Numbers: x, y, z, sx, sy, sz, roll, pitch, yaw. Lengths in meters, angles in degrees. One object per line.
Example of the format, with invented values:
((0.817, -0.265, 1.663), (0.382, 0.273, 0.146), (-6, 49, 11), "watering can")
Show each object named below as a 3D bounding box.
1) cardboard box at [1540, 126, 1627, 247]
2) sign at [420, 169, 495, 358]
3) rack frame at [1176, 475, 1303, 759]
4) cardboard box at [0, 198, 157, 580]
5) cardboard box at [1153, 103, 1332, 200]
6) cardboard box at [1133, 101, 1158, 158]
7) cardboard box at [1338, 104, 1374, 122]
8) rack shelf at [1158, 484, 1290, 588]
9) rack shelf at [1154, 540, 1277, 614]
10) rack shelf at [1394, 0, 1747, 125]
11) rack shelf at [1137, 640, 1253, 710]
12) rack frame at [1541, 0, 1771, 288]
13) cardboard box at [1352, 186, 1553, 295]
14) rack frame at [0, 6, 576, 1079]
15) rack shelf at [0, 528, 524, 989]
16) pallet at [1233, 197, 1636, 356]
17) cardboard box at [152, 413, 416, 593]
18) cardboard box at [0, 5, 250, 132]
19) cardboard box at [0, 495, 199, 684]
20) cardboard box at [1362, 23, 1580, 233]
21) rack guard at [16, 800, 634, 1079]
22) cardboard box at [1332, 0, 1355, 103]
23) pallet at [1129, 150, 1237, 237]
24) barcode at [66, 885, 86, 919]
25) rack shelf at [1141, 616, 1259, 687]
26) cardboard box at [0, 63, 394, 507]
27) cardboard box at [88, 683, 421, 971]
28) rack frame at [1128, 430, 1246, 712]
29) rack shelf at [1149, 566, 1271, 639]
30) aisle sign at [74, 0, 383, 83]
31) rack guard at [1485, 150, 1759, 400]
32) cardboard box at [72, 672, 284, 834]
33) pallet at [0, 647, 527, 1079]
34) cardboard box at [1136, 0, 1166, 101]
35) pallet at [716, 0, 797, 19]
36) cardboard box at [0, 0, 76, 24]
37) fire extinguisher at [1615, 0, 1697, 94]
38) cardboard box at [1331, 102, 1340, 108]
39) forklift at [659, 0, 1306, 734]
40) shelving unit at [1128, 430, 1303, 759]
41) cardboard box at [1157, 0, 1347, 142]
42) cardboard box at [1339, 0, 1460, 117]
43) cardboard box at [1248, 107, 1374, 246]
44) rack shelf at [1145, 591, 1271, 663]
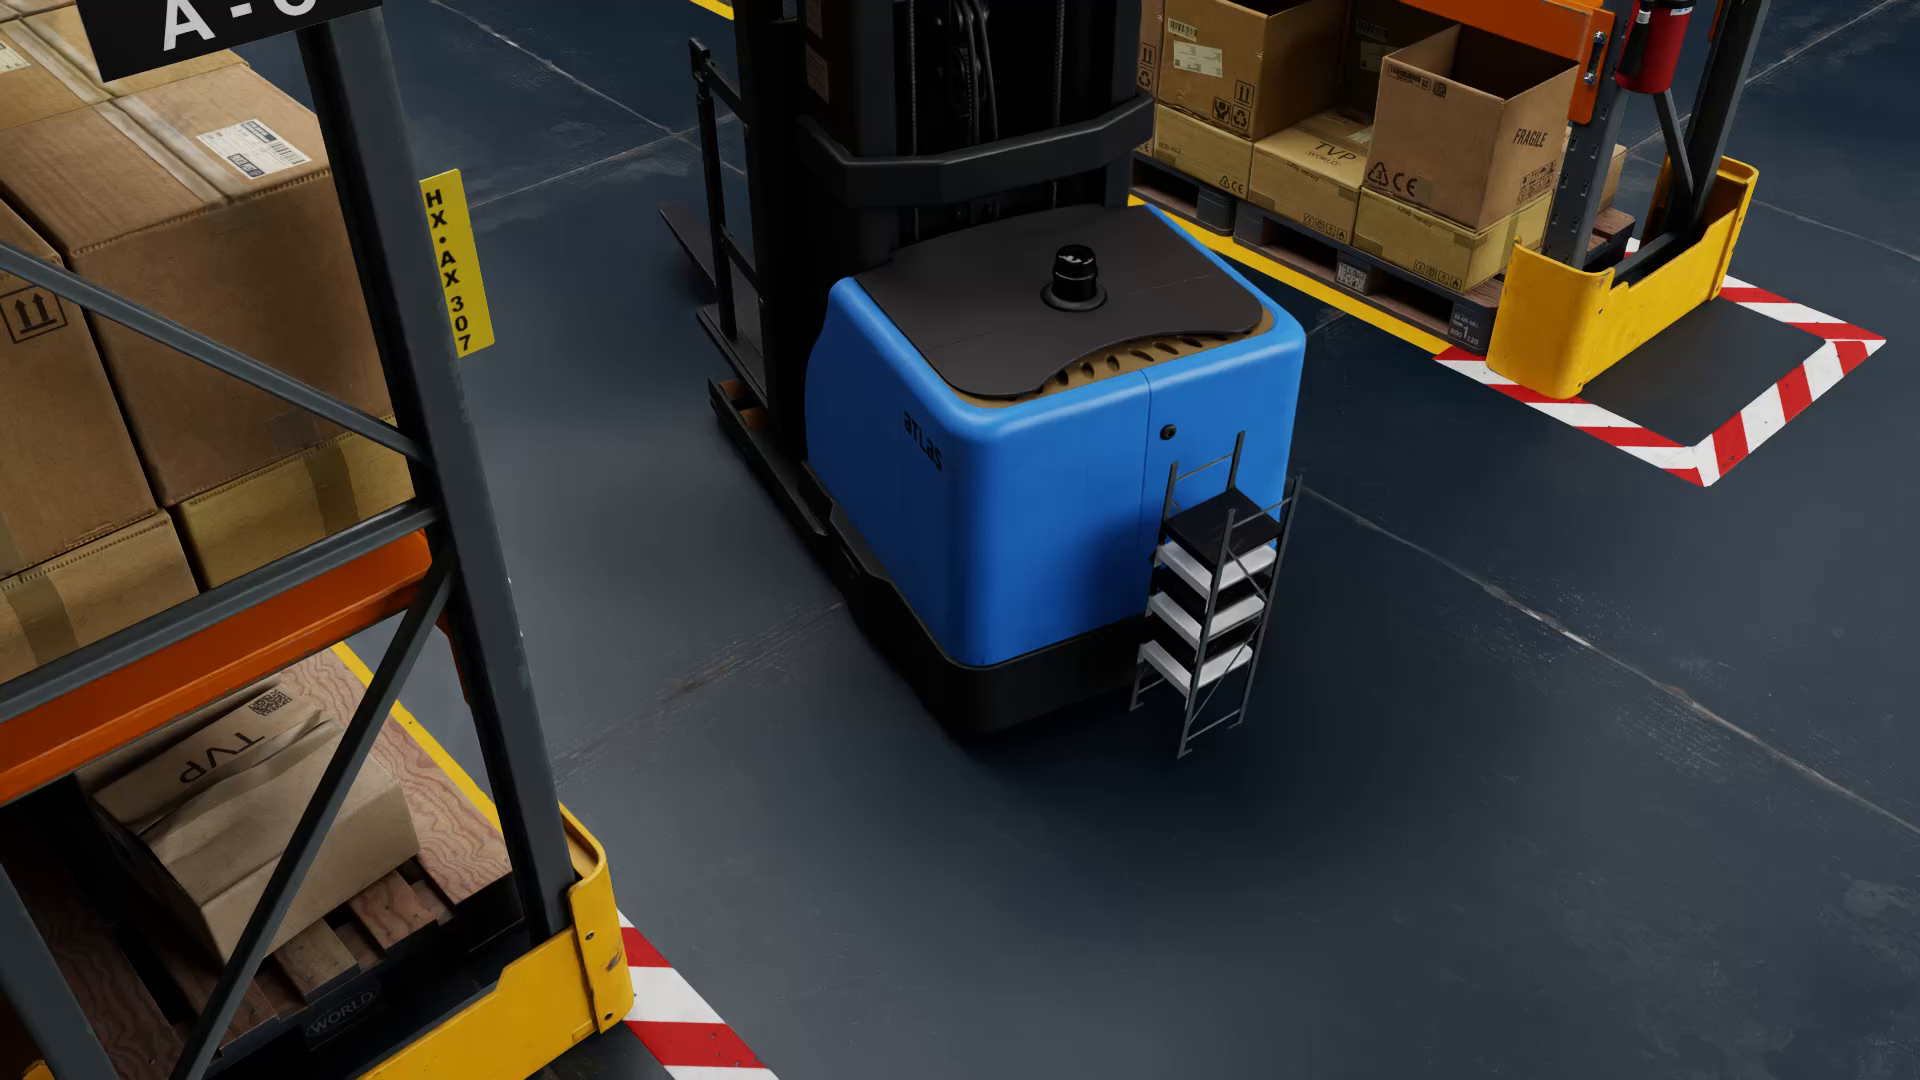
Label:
((2.213, -1.420, 6.475), (0.500, 0.250, 0.500), (-30, 48, -32), "cardboard box")
((-0.835, -0.444, 2.723), (0.100, 0.325, 0.005), (-30, 48, -32), "sign")
((0.707, 0.219, 4.264), (0.240, 0.900, 0.006), (-24, 49, -27), "rack frame")
((-1.710, -0.245, 2.673), (0.500, 0.500, 0.500), (-31, 48, -32), "cardboard box")
((1.145, -1.656, 6.768), (0.500, 0.250, 0.500), (-30, 48, -32), "cardboard box")
((0.808, -1.889, 7.055), (0.500, 0.250, 0.500), (-30, 48, -32), "cardboard box")
((1.872, -1.649, 6.759), (0.500, 0.250, 0.500), (-30, 48, -32), "cardboard box")
((0.659, -0.013, 4.163), (0.258, 0.077, 0.200), (-24, 49, -27), "rack shelf")
((0.655, 0.053, 4.224), (0.258, 0.077, 0.200), (-24, 49, -27), "rack shelf")
((1.059, -2.629, 6.690), (1.077, 0.370, 4.000), (-30, 48, -32), "rack shelf")
((0.638, 0.317, 4.468), (0.258, 0.077, 0.200), (-24, 49, -27), "rack shelf")
((2.412, -1.983, 5.318), (1.000, 3.000, 0.127), (-30, 48, -32), "rack frame")
((1.831, -1.200, 6.202), (0.500, 0.250, 0.500), (-30, 48, -32), "cardboard box")
((-1.235, 0.124, 2.710), (1.000, 3.000, 0.127), (-30, 48, -32), "rack frame")
((-2.587, -0.522, 4.082), (1.077, 0.370, 4.000), (-30, 48, -32), "rack shelf")
((1.864, -1.235, 6.610), (1.003, 0.211, 1.213), (-30, 48, -32), "pallet")
((-1.331, -0.187, 3.197), (0.500, 0.250, 0.500), (-31, 48, -33), "cardboard box")
((-1.663, -0.699, 3.235), (0.500, 0.500, 0.500), (-30, 48, -32), "cardboard box")
((-1.694, 0.040, 2.916), (0.500, 0.250, 0.500), (-29, 47, -31), "cardboard box")
((1.830, -1.490, 5.965), (0.500, 0.500, 0.500), (-30, 48, -32), "cardboard box")
((-1.286, 1.061, 3.539), (1.175, 0.500, 0.348), (-30, 48, -32), "rack guard")
((1.526, -2.168, 6.804), (0.500, 0.500, 0.500), (-30, 48, -32), "cardboard box")
((1.043, -1.799, 7.309), (1.003, 0.211, 1.213), (-30, 48, -32), "pallet")
((-1.943, 0.798, 3.657), (0.001, 0.075, 0.075), (-30, 48, -32), "barcode")
((0.642, 0.251, 4.407), (0.258, 0.077, 0.200), (-24, 49, -27), "rack shelf")
((-1.336, -0.466, 2.947), (0.500, 0.500, 0.500), (-30, 48, -32), "cardboard box")
((-1.636, 0.640, 3.860), (0.500, 0.311, 0.500), (29, 47, 31), "cardboard box")
((0.589, 0.103, 4.382), (0.240, 0.900, 0.006), (-24, 49, -27), "rack frame")
((0.651, 0.119, 4.285), (0.258, 0.077, 0.200), (-24, 49, -27), "rack shelf")
((-0.965, -0.982, 2.009), (0.394, 0.787, 0.004), (-30, 48, -32), "aisle sign")
((2.428, -1.000, 6.090), (1.175, 0.500, 0.348), (-30, 48, -32), "rack guard")
((-2.022, 0.376, 4.187), (0.500, 0.311, 0.500), (-26, 46, -28), "cardboard box")
((-1.809, 0.782, 4.113), (1.003, 0.211, 1.213), (-30, 48, -32), "pallet")
((0.805, -2.179, 6.818), (0.500, 0.500, 0.500), (-30, 48, -32), "cardboard box")
((-0.821, -3.074, 8.888), (1.003, 0.211, 1.213), (-30, 48, -32), "pallet")
((-2.008, -0.941, 3.534), (0.500, 0.500, 0.500), (-32, 49, -33), "cardboard box")
((2.149, -1.701, 5.030), (0.296, 0.674, 0.183), (-30, 48, -32), "fire extinguisher")
((1.534, -1.881, 7.046), (0.500, 0.250, 0.500), (-30, 48, -32), "cardboard box")
((-0.206, -1.535, 4.817), (1.130, 2.935, 3.031), (-17, 42, -20), "forklift")
((0.648, 0.161, 4.323), (0.258, 0.900, 0.210), (-24, 49, -27), "shelving unit")
((1.143, -1.947, 6.531), (0.500, 0.500, 0.500), (-30, 48, -32), "cardboard box")
((1.873, -1.942, 6.524), (0.500, 0.500, 0.500), (-30, 48, -32), "cardboard box")
((1.484, -1.426, 6.482), (0.500, 0.250, 0.500), (-30, 48, -32), "cardboard box")
((0.646, 0.185, 4.346), (0.258, 0.077, 0.200), (-24, 49, -27), "rack shelf")
